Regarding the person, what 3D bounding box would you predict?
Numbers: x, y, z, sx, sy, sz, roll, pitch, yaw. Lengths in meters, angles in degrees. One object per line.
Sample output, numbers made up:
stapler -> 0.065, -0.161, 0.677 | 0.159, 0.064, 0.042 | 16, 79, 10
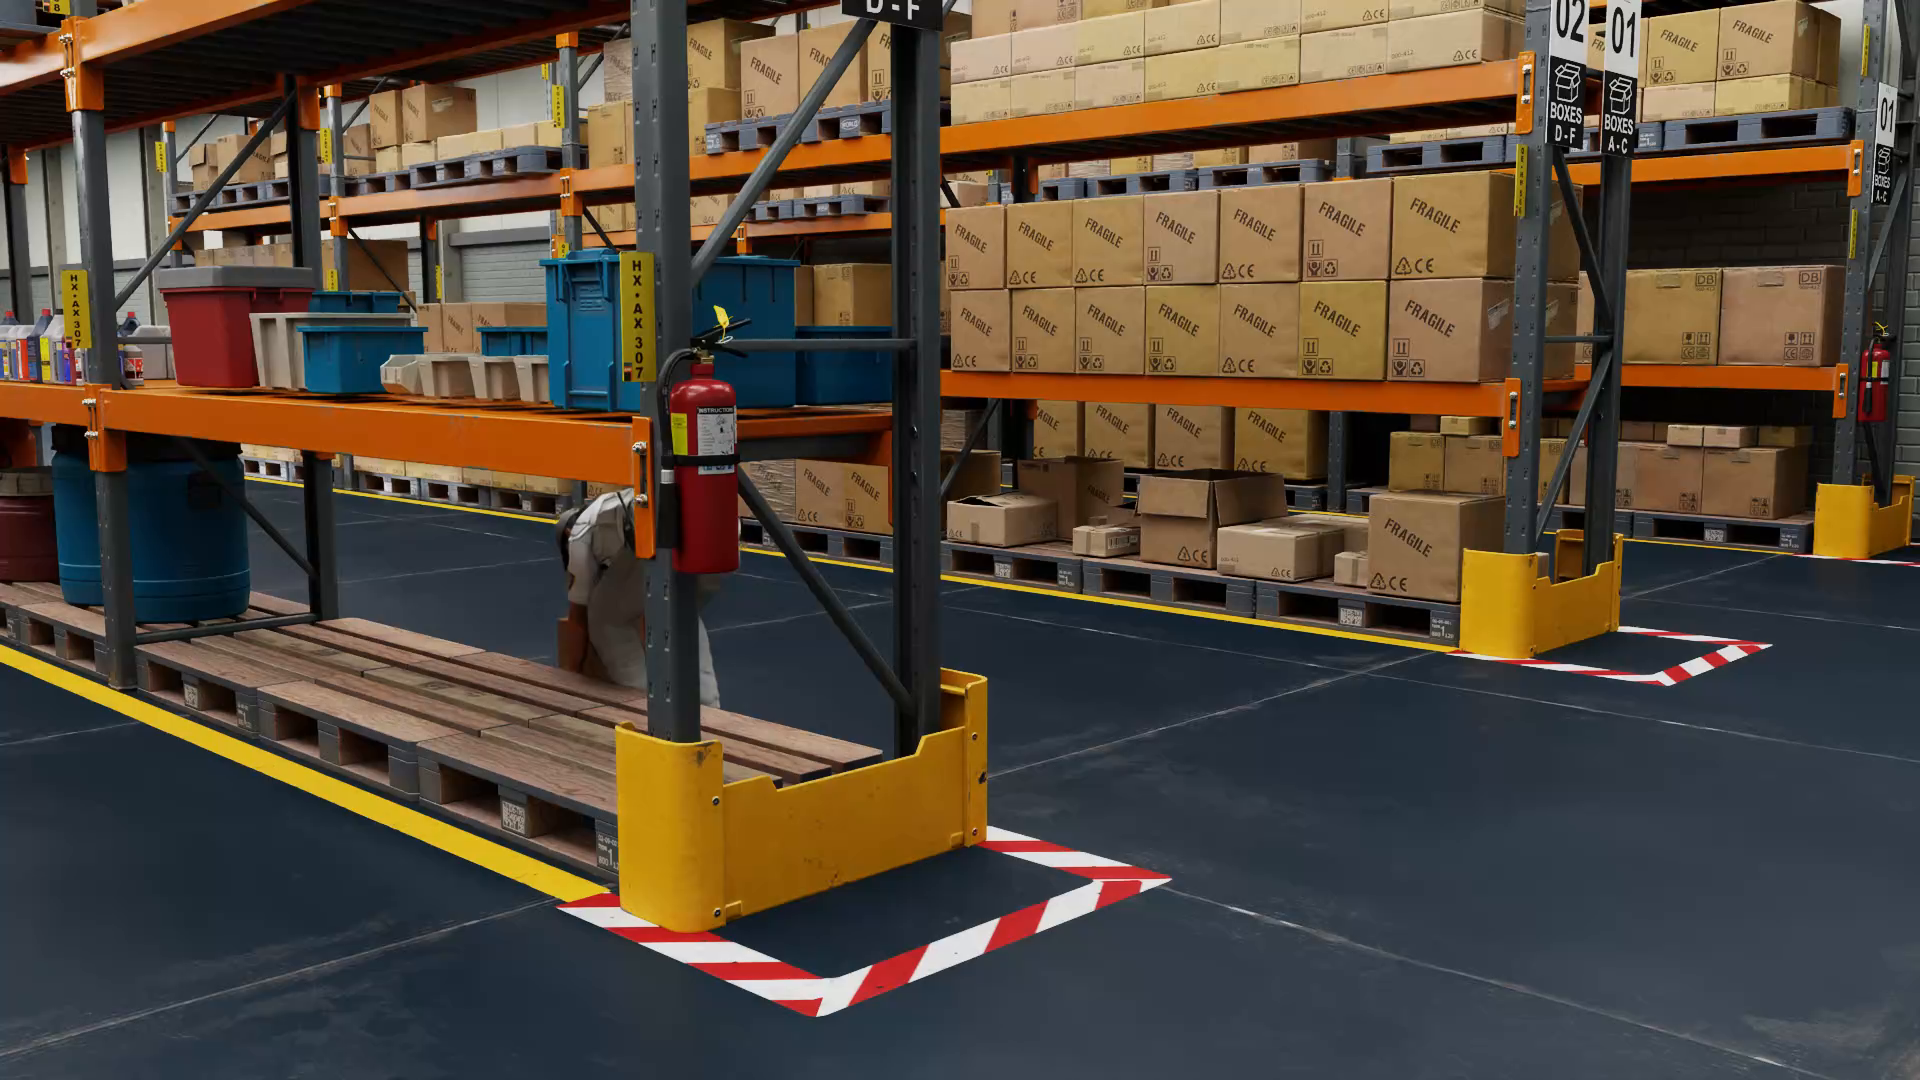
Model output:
person -> -1.272, 0.243, 6.546 | 0.945, 0.990, 0.490 | 6, 9, 40
